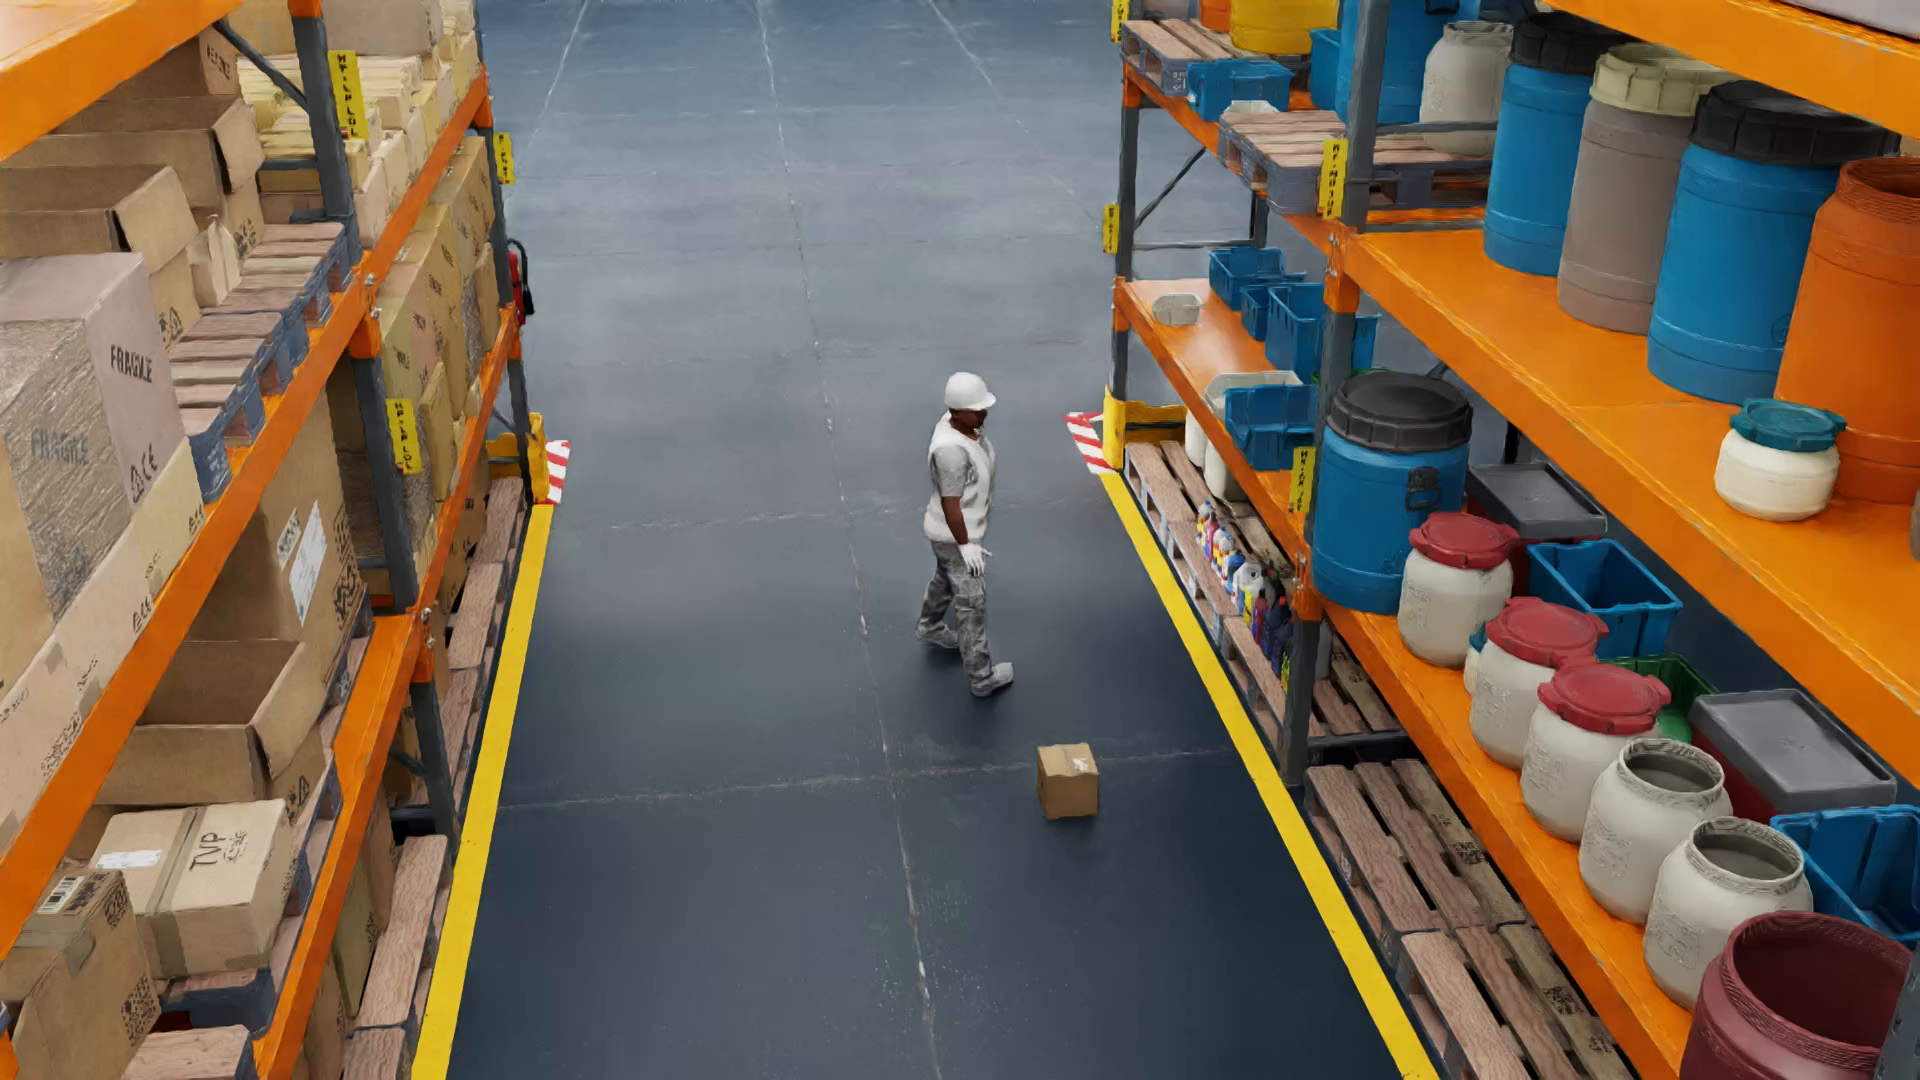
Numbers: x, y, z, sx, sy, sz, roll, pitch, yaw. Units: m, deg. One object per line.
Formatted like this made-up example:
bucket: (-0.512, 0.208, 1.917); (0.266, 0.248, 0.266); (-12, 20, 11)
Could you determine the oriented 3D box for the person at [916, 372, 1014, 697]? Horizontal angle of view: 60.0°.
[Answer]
person: (0.015, -0.084, 8.760); (0.568, 1.779, 0.660); (2, 27, 4)
